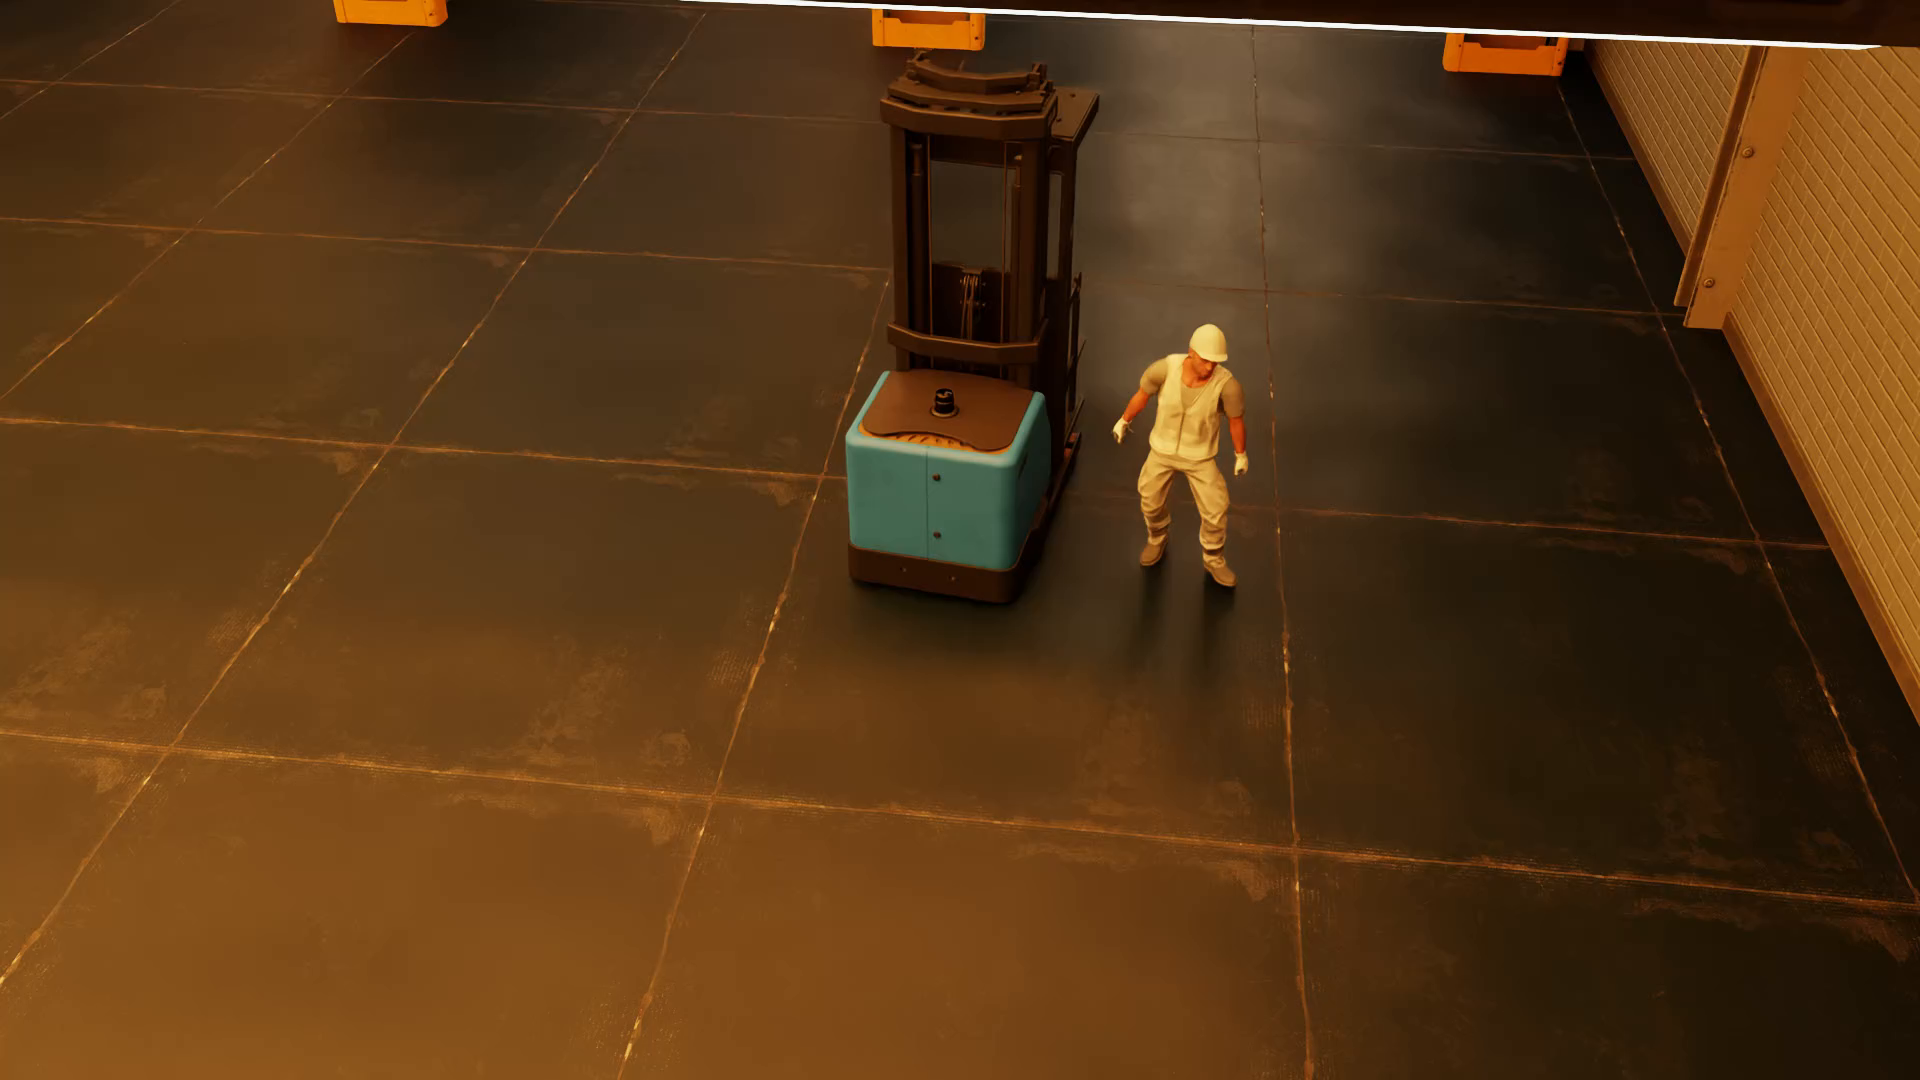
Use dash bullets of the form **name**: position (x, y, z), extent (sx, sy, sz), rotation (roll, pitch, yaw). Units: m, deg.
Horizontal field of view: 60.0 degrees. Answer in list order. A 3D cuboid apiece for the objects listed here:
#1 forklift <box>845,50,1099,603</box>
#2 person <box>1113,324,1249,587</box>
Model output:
- **forklift**: position (0.197, -1.680, 10.309), extent (1.130, 2.935, 3.031), rotation (9, 37, 12)
- **person**: position (1.298, -0.537, 9.742), extent (0.866, 1.745, 0.469), rotation (13, 38, 18)
